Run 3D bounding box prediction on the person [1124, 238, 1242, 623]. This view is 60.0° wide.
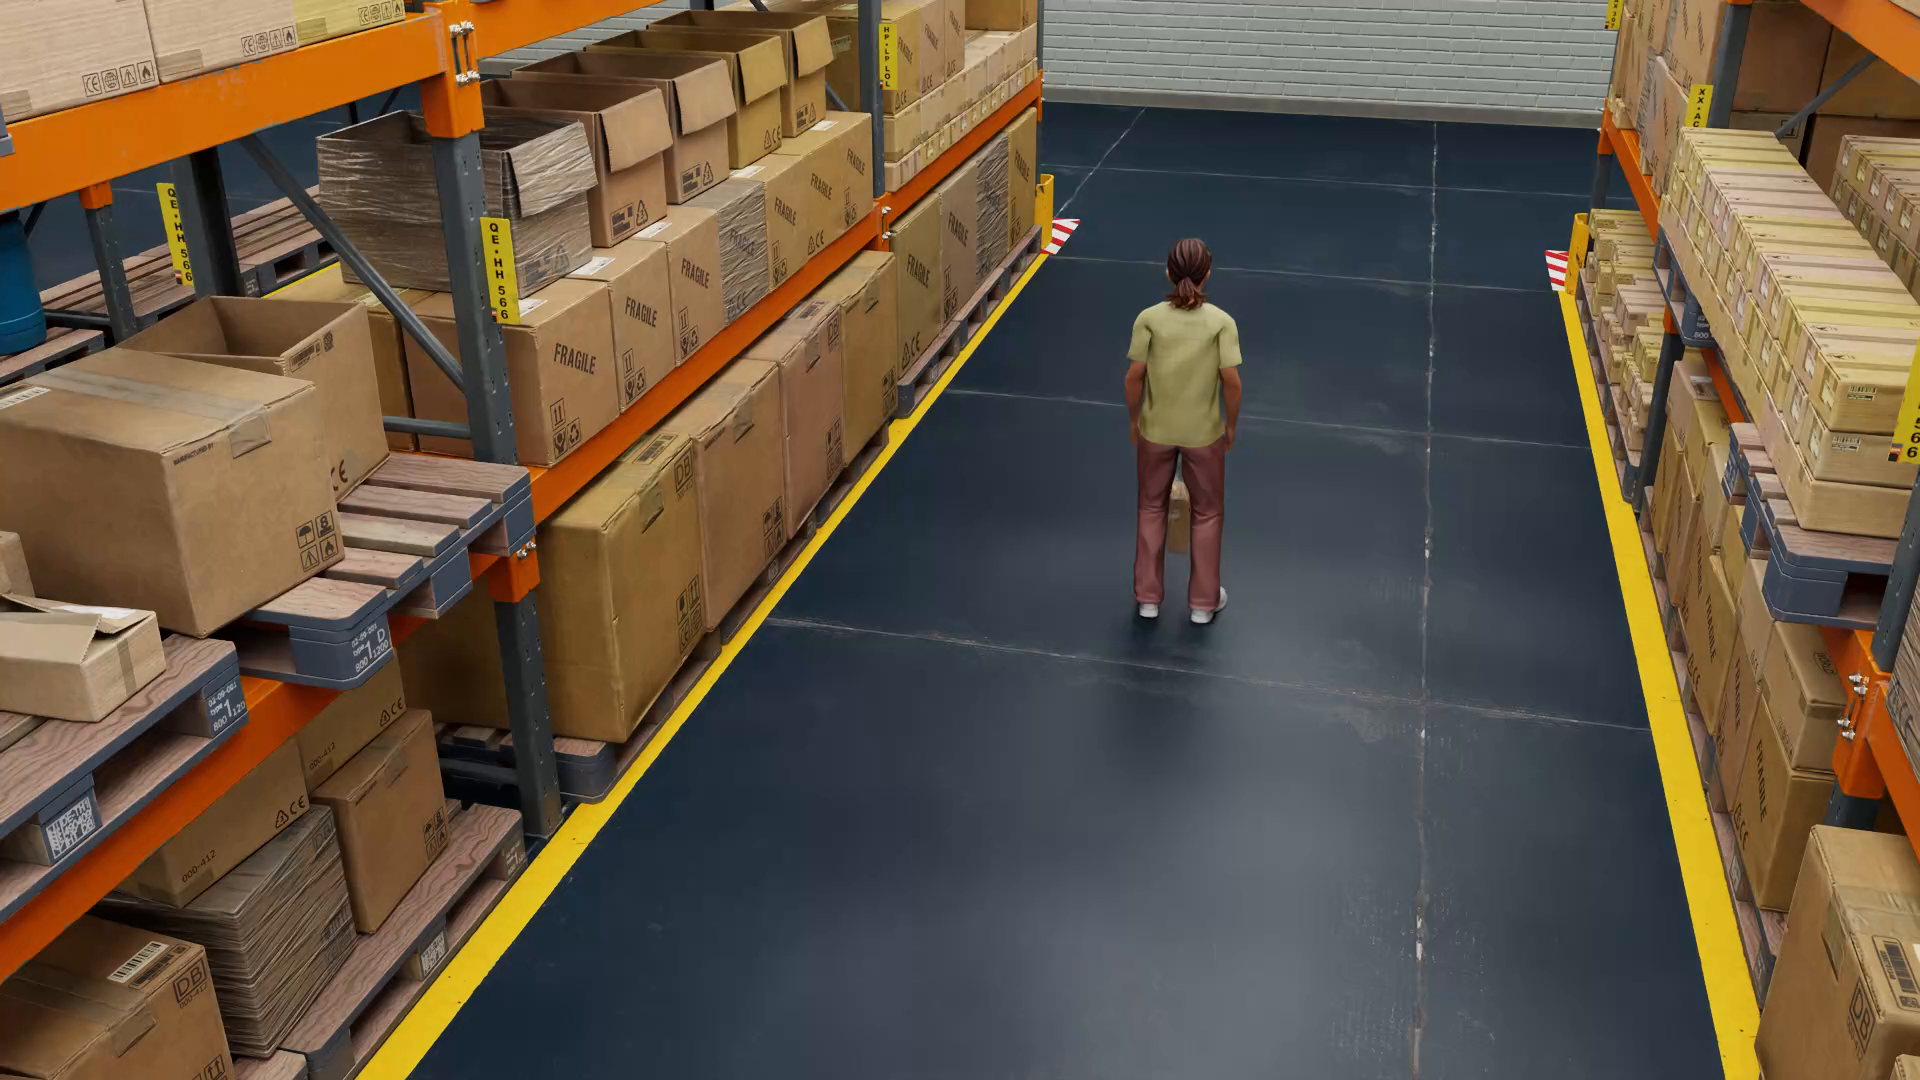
[{"bbox_3d":[0.938,-0.449,7.053,0.486,1.674,0.365,6,26,12],"label":"person"}]
